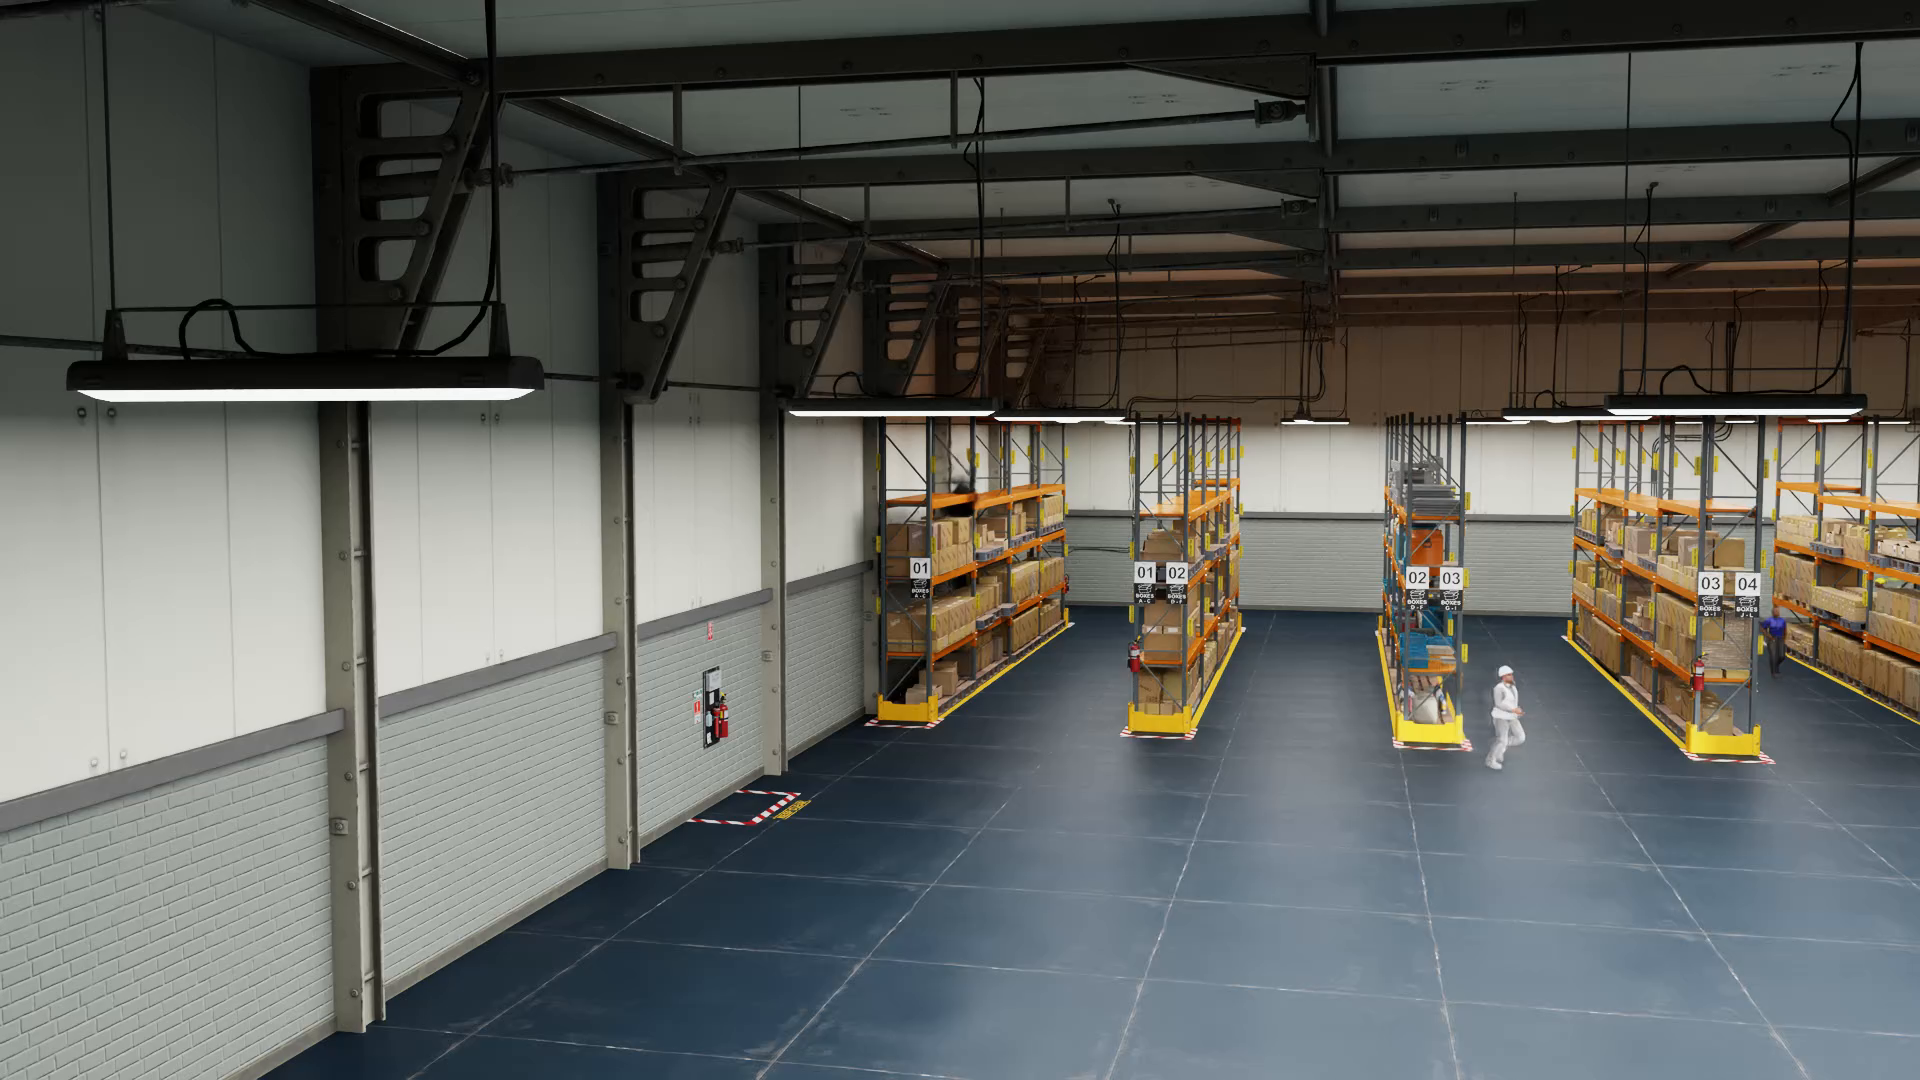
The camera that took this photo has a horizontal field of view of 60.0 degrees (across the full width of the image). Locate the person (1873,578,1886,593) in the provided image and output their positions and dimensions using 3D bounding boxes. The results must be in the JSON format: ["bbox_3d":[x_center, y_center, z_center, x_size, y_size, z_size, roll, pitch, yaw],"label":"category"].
[{"bbox_3d":[24.423,1.870,44.213,0.599,1.729,0.682,1,4,14],"label":"person"}]

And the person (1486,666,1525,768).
[{"bbox_3d":[9.188,2.972,27.892,0.686,1.732,0.693,-3,5,-40],"label":"person"}]

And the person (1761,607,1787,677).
[{"bbox_3d":[18.681,2.337,38.118,0.582,1.620,0.531,1,4,9],"label":"person"}]

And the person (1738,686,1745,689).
[{"bbox_3d":[17.150,2.352,36.847,0.647,1.764,0.943,0,4,4],"label":"person"}]
